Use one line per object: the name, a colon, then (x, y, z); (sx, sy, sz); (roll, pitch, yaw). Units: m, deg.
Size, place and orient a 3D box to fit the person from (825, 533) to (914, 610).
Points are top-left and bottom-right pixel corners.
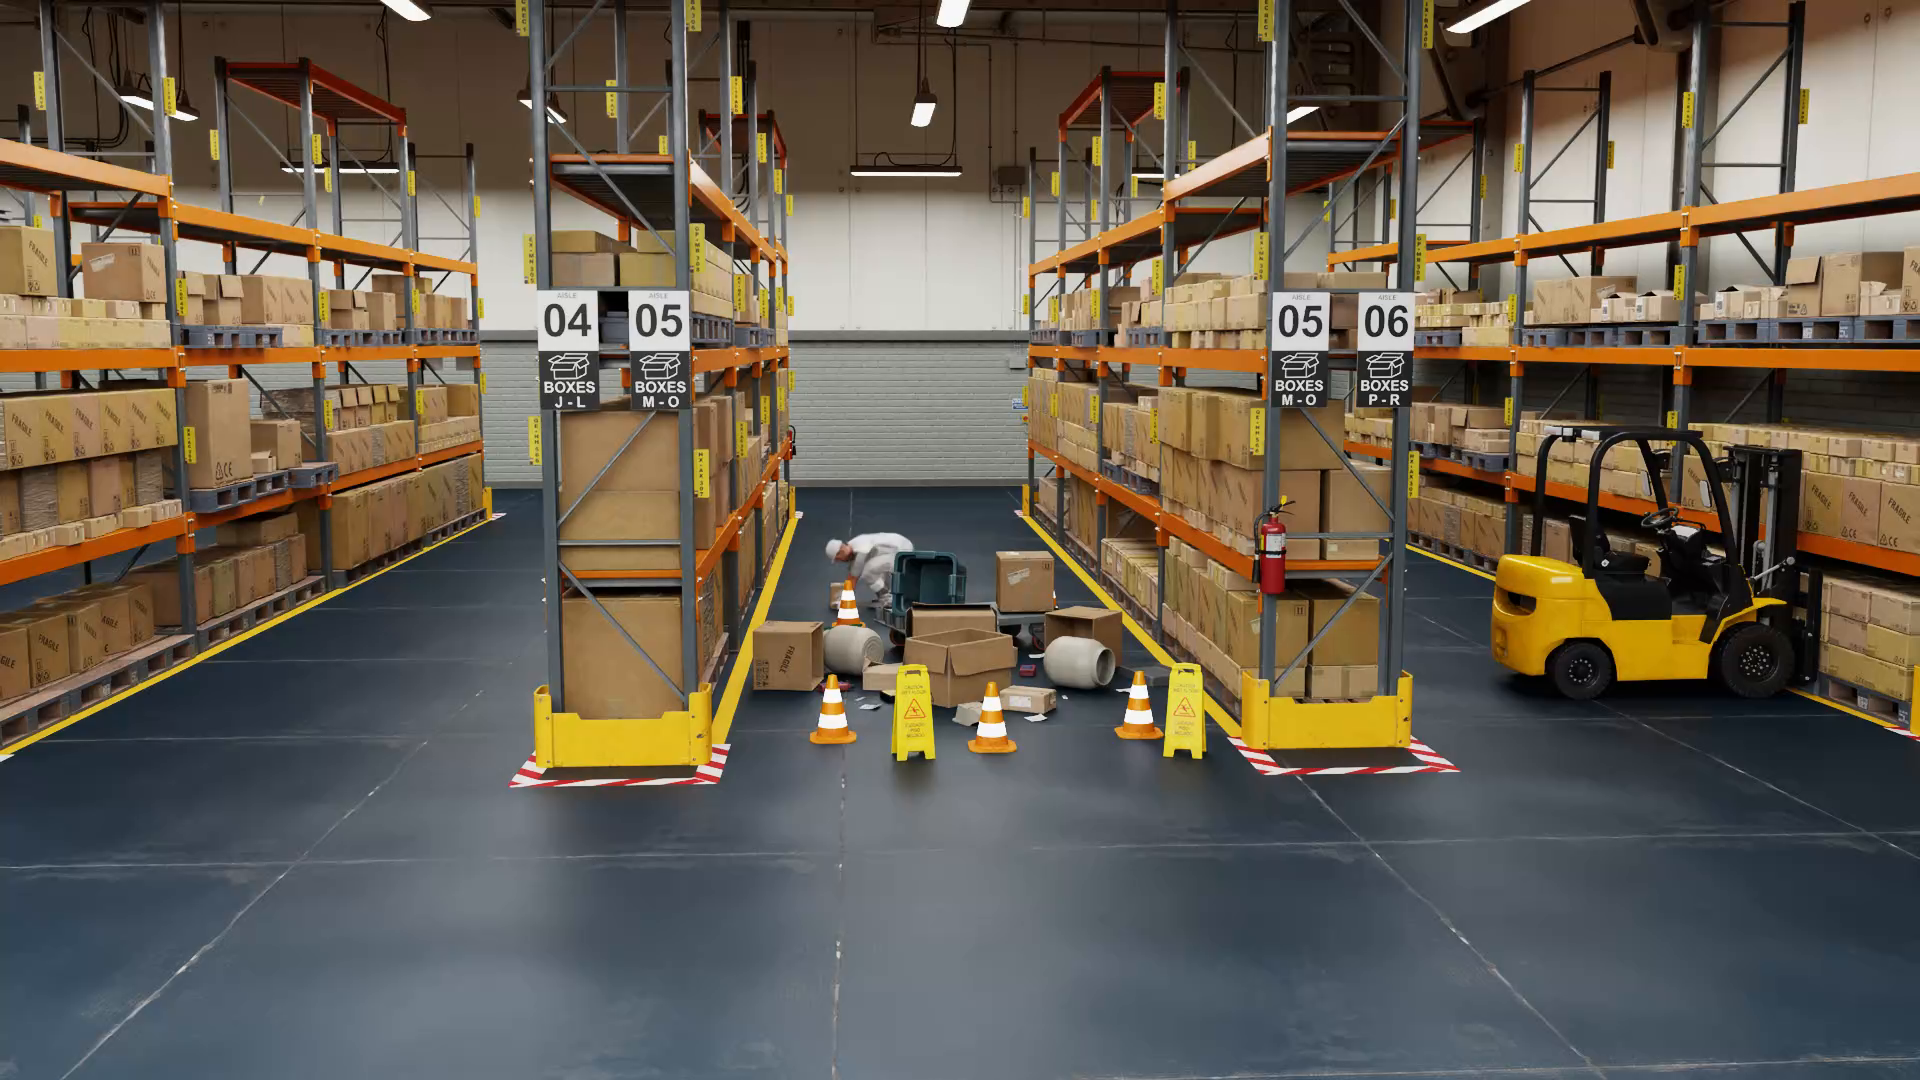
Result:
person: (-0.974, 0.341, 18.045); (0.966, 0.831, 0.519); (-1, 7, -5)
